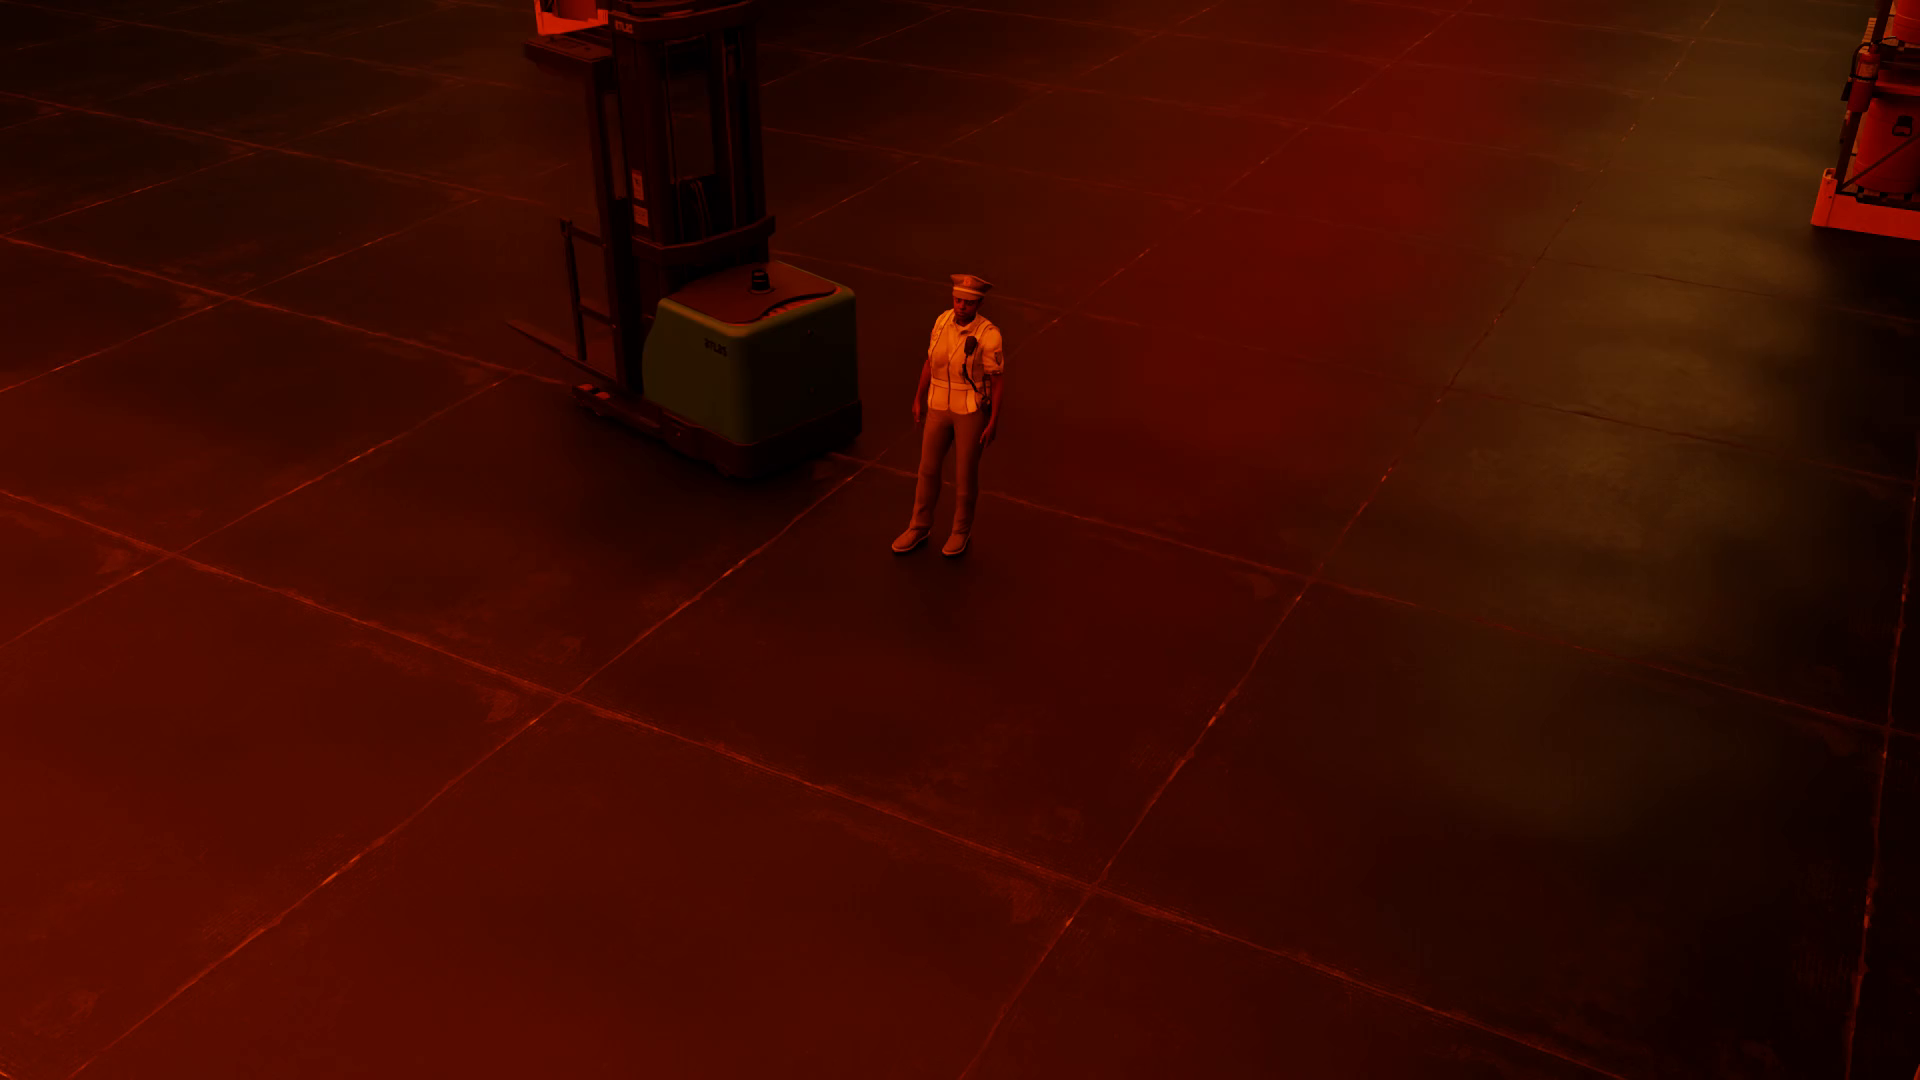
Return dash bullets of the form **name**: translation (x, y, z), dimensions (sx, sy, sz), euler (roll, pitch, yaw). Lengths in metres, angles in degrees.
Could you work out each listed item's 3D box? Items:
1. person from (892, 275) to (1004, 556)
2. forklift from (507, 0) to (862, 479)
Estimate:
- **person**: translation (-0.053, -0.712, 9.527), dimensions (0.570, 1.697, 0.528), euler (15, 33, 25)
- **forklift**: translation (-2.059, -2.288, 11.035), dimensions (3.031, 2.935, 1.130), euler (26, 39, 37)
